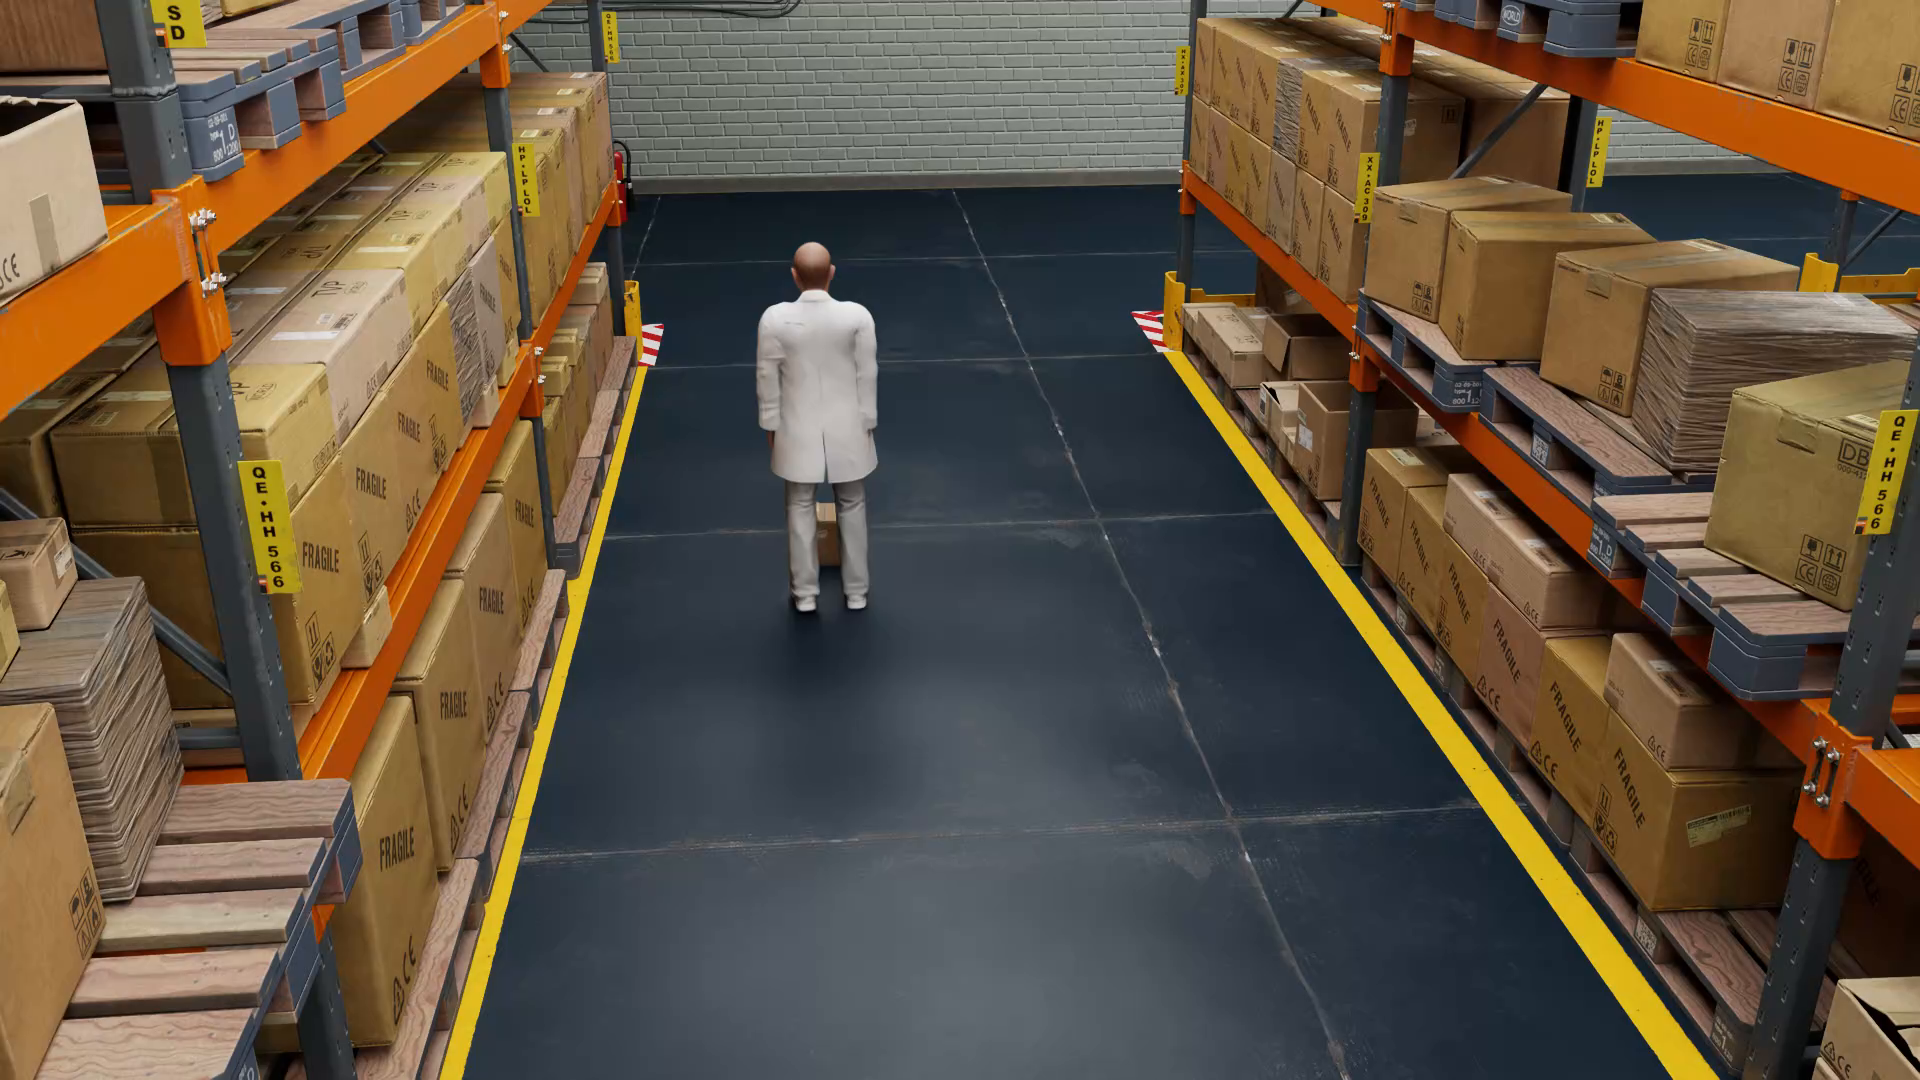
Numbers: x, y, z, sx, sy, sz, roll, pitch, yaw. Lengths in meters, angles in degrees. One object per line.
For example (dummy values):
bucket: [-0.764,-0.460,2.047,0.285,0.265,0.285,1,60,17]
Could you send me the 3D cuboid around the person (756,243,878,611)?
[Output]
person: [-0.667,-0.527,7.853,0.563,1.774,0.380,-2,23,-4]
